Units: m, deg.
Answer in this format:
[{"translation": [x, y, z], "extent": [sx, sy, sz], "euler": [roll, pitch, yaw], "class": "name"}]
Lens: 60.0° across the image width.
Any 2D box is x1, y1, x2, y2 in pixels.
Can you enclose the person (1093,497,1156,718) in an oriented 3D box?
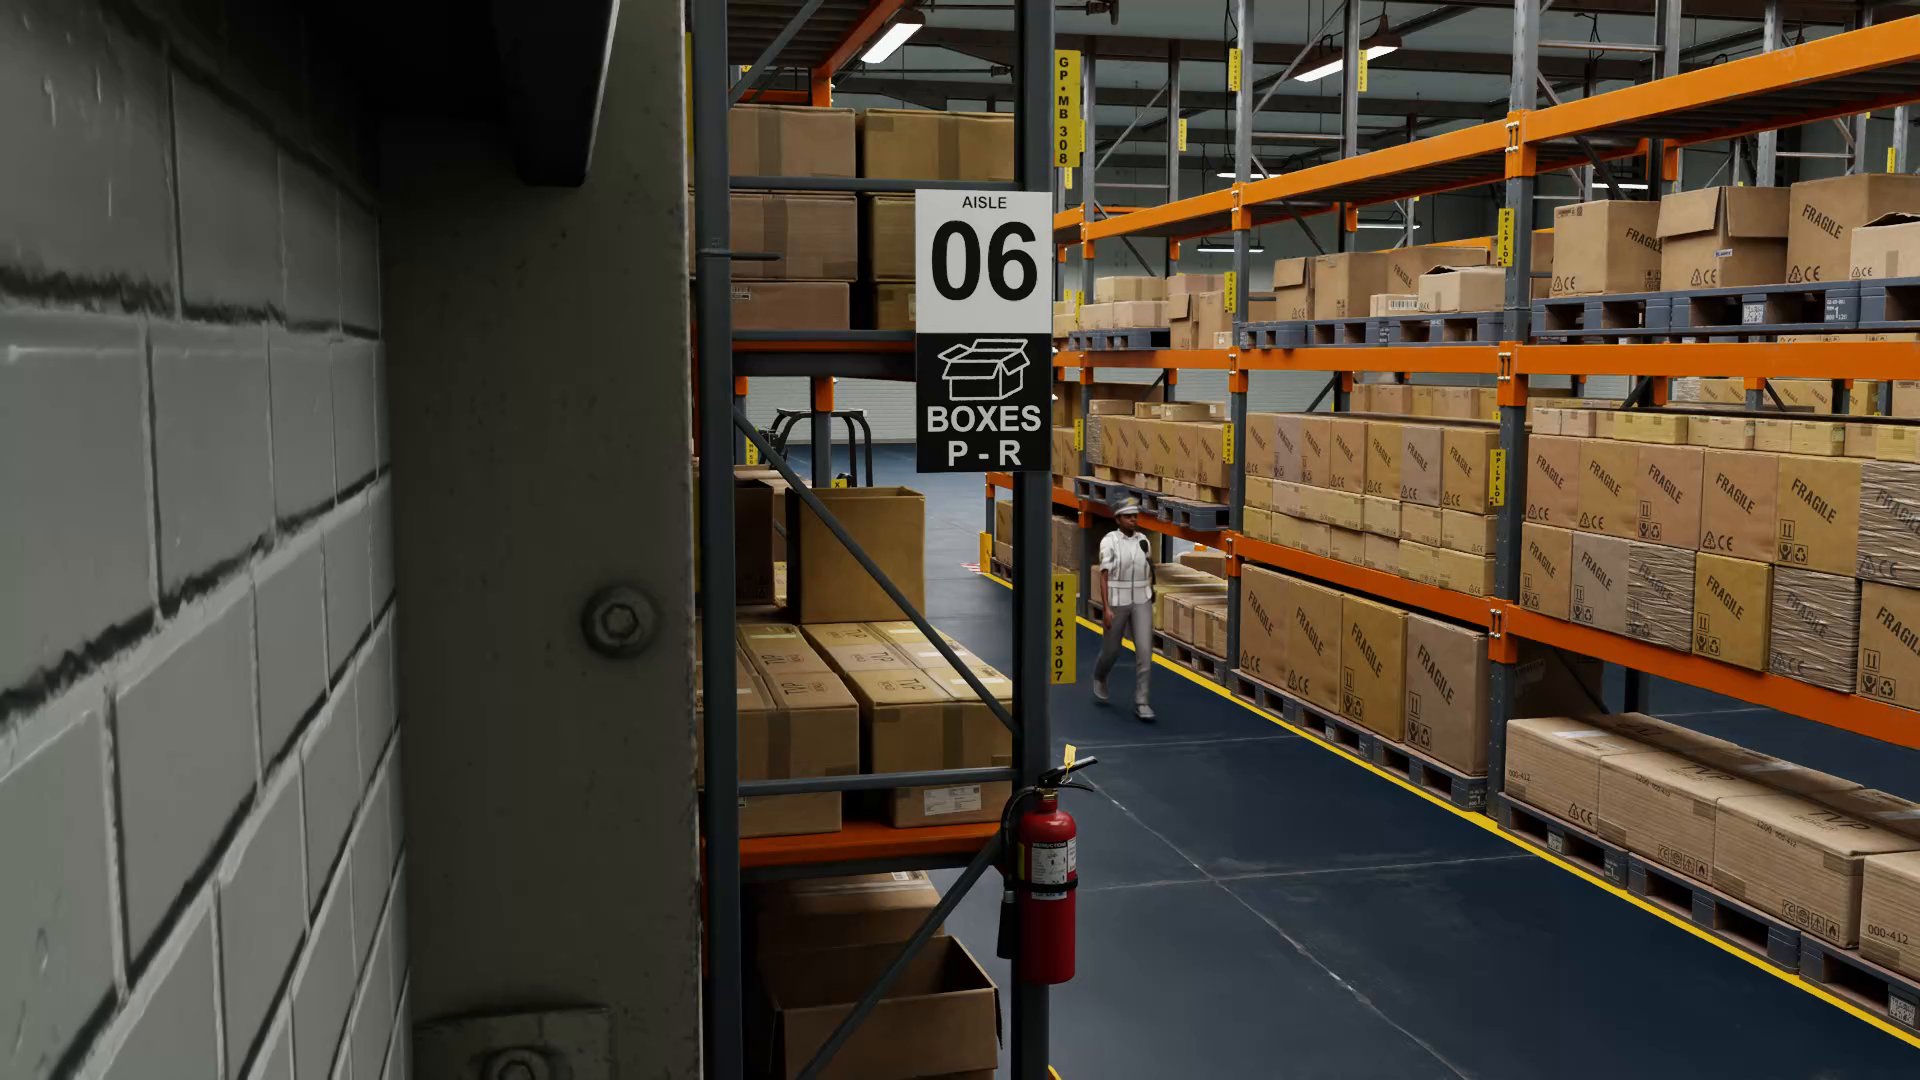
[{"translation": [1.275, 0.488, 12.802], "extent": [0.442, 1.655, 0.862], "euler": [-1, 6, -12], "class": "person"}]
